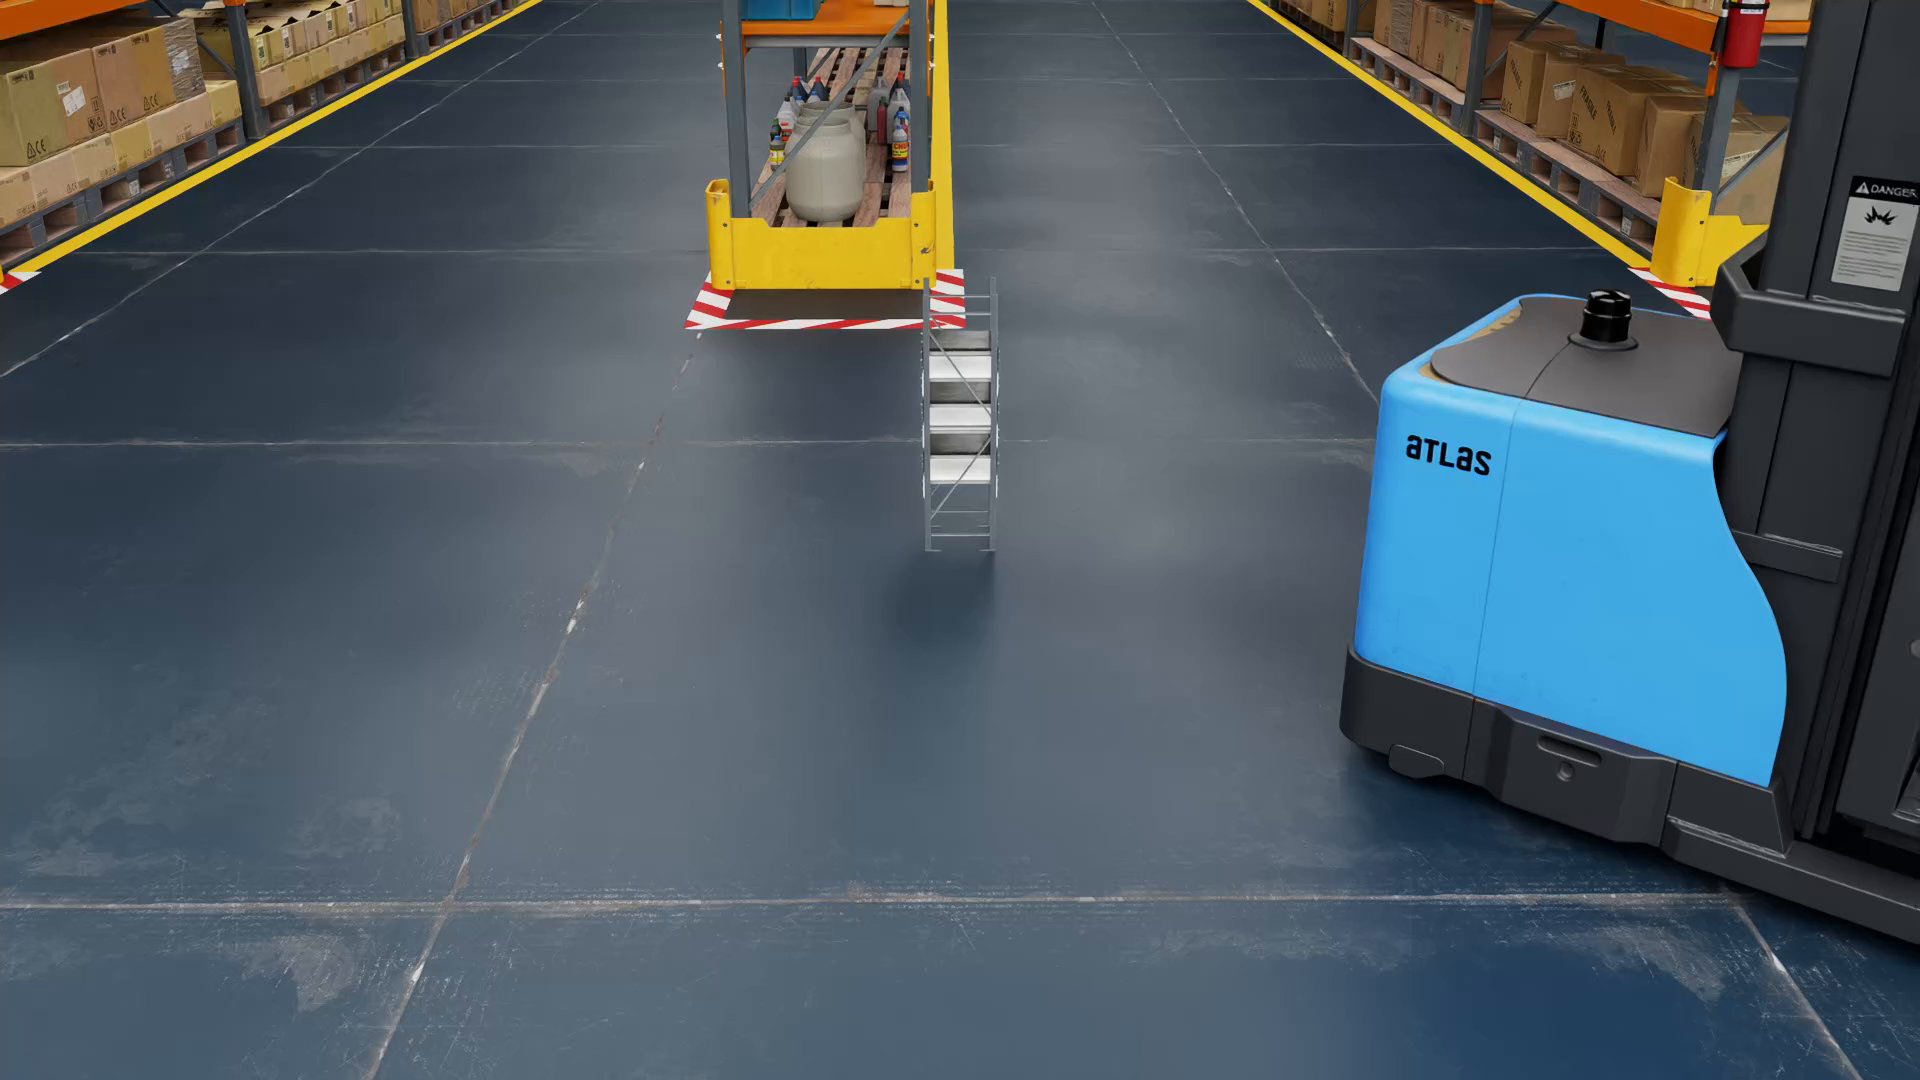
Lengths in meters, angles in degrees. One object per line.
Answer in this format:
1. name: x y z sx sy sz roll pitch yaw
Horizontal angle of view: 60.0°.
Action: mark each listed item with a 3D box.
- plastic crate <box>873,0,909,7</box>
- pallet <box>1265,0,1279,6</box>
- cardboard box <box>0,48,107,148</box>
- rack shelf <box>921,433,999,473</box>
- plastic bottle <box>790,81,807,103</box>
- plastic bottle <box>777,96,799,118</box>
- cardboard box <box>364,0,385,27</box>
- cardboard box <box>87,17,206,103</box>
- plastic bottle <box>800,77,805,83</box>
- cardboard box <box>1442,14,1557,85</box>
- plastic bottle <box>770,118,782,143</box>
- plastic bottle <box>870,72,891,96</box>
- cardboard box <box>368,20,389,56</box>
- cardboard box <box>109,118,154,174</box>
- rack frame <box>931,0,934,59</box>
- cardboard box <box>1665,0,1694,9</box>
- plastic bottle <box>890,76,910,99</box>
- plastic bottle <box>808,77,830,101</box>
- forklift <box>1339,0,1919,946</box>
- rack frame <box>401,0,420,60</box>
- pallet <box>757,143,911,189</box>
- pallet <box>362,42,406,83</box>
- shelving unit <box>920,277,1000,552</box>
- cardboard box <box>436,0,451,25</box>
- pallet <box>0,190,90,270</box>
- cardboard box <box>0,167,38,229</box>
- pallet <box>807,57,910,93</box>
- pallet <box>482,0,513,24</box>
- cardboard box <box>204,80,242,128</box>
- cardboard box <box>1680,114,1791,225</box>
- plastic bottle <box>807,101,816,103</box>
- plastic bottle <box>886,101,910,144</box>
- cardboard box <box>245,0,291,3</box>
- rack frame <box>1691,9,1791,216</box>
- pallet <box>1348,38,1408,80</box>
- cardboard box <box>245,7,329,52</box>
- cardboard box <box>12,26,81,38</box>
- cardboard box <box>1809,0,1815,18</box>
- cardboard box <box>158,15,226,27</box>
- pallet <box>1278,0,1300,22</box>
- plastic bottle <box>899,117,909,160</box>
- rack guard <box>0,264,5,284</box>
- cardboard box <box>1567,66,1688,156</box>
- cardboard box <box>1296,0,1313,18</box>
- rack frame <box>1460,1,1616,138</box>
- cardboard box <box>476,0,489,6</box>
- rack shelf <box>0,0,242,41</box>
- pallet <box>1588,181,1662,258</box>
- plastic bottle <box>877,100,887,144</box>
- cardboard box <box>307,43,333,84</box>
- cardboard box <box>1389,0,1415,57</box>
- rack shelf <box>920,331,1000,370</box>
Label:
1. plastic crate: -0.352 -2.956 8.966 0.298 0.136 0.250 0 24 -1
2. pallet: 4.228 -6.716 20.343 1.003 0.211 1.213 0 24 -1
3. cardboard box: -5.426 -2.599 9.774 0.500 0.500 0.500 0 24 -1
4. rack shelf: 0.000 -0.301 5.623 0.258 0.077 0.200 0 24 -1
5. plastic bottle: -1.112 -2.935 11.281 0.144 0.351 0.185 -1 24 -3
6. plastic bottle: -1.105 -2.684 10.724 0.144 0.351 0.185 1 24 2
7. cardboard box: -5.440 -4.747 14.752 0.500 0.311 0.500 -1 24 -1
8. cardboard box: -5.443 -3.217 11.141 0.500 0.500 0.500 0 24 -1
9. plastic bottle: -1.143 -3.178 11.914 0.097 0.271 0.097 0 24 0
10. cardboard box: 4.273 -3.888 13.205 0.700 0.500 0.500 0 24 -1
11. plastic bottle: -1.142 -2.472 10.337 0.061 0.283 0.133 0 24 1
12. plastic bottle: -0.557 -3.083 11.607 0.144 0.351 0.185 0 24 -1
13. cardboard box: -5.446 -4.492 14.869 0.500 0.250 0.500 -1 24 -1
14. cardboard box: -5.415 -2.464 10.385 0.500 0.250 0.500 0 24 -1
15. rack frame: -0.751 -6.002 15.382 1.000 3.000 0.127 0 24 -1
16. cardboard box: 4.023 -2.936 8.906 0.380 0.149 0.250 0 24 -1
17. plastic bottle: -0.410 -3.004 11.434 0.144 0.351 0.185 -1 24 -3
18. plastic bottle: -0.970 -3.014 11.454 0.144 0.351 0.185 0 24 -1
19. forklift: 2.495 -0.545 3.398 3.031 2.935 1.130 18 30 34
20. rack frame: -5.704 -5.982 15.336 1.000 3.000 0.127 0 24 -1
21. pallet: -0.726 -2.303 10.585 1.003 0.211 1.213 0 24 -1
22. pallet: -5.734 -4.372 15.160 1.003 0.211 1.213 0 24 -1
23. shelving unit: 0.000 -0.413 5.572 0.258 0.900 0.210 0 24 -1
24. cardboard box: -5.435 -5.448 16.655 0.500 0.500 0.500 -1 24 -2
25. pallet: -5.667 -1.730 9.318 1.003 0.211 1.213 0 24 -1
26. cardboard box: -5.401 -1.846 9.018 0.500 0.250 0.500 0 24 -1
27. pallet: -0.771 -3.911 14.141 1.003 0.211 1.213 0 24 -1
28. pallet: -5.701 -6.024 18.814 1.003 0.211 1.213 0 24 -1
29. cardboard box: -5.437 -3.082 11.751 0.500 0.250 0.500 0 24 -1
30. cardboard box: 4.299 -2.038 9.140 0.500 0.500 0.500 4 25 9
31. plastic bottle: -0.959 -2.737 10.933 0.152 0.276 0.135 0 24 -1
32. plastic bottle: -0.409 -2.770 11.007 0.152 0.276 0.135 0 24 0
33. cardboard box: -5.975 -4.532 14.277 0.500 0.311 0.500 -1 24 -2
34. rack frame: 4.289 -2.728 8.142 1.000 3.000 0.127 0 24 -1
35. pallet: 4.208 -4.432 15.293 1.003 0.211 1.213 0 24 -1
36. cardboard box: -5.423 -4.118 13.363 0.500 0.311 0.500 -1 24 -2
37. cardboard box: -5.958 -3.009 10.680 0.500 0.500 0.500 0 24 -1
38. cardboard box: 4.524 -2.732 8.456 0.380 0.149 0.250 0 24 -1
39. cardboard box: -5.964 -3.907 12.896 0.500 0.311 0.500 0 24 1
40. pallet: 4.242 -6.085 18.948 1.003 0.211 1.213 0 24 -1
41. plastic bottle: -0.356 -2.511 10.423 0.061 0.283 0.133 0 24 0
42. rack guard: -5.617 -1.536 8.540 1.175 0.500 0.348 0 24 -1
43. cardboard box: 4.309 -2.772 10.764 0.500 0.500 0.500 -2 24 -5
44. cardboard box: 4.213 -5.900 17.223 1.225 0.875 0.875 0 24 0
45. rack frame: 4.245 -4.376 11.786 1.000 3.000 0.127 0 24 -1
46. cardboard box: -5.454 -6.079 18.050 0.500 0.500 0.500 0 24 0
47. rack shelf: -5.639 -3.182 10.017 1.077 0.370 4.000 0 24 -1
48. pallet: 4.314 -1.824 9.526 1.003 0.211 1.213 0 24 -1
49. plastic bottle: -0.515 -2.773 11.004 0.061 0.283 0.133 0 24 -1
50. cardboard box: -5.430 -3.863 13.479 0.500 0.250 0.500 -1 24 -2
51. cardboard box: 4.248 -4.582 14.740 0.700 0.500 0.500 -2 24 -5
52. rack shelf: 0.000 -0.629 5.474 0.258 0.077 0.200 0 24 -1
